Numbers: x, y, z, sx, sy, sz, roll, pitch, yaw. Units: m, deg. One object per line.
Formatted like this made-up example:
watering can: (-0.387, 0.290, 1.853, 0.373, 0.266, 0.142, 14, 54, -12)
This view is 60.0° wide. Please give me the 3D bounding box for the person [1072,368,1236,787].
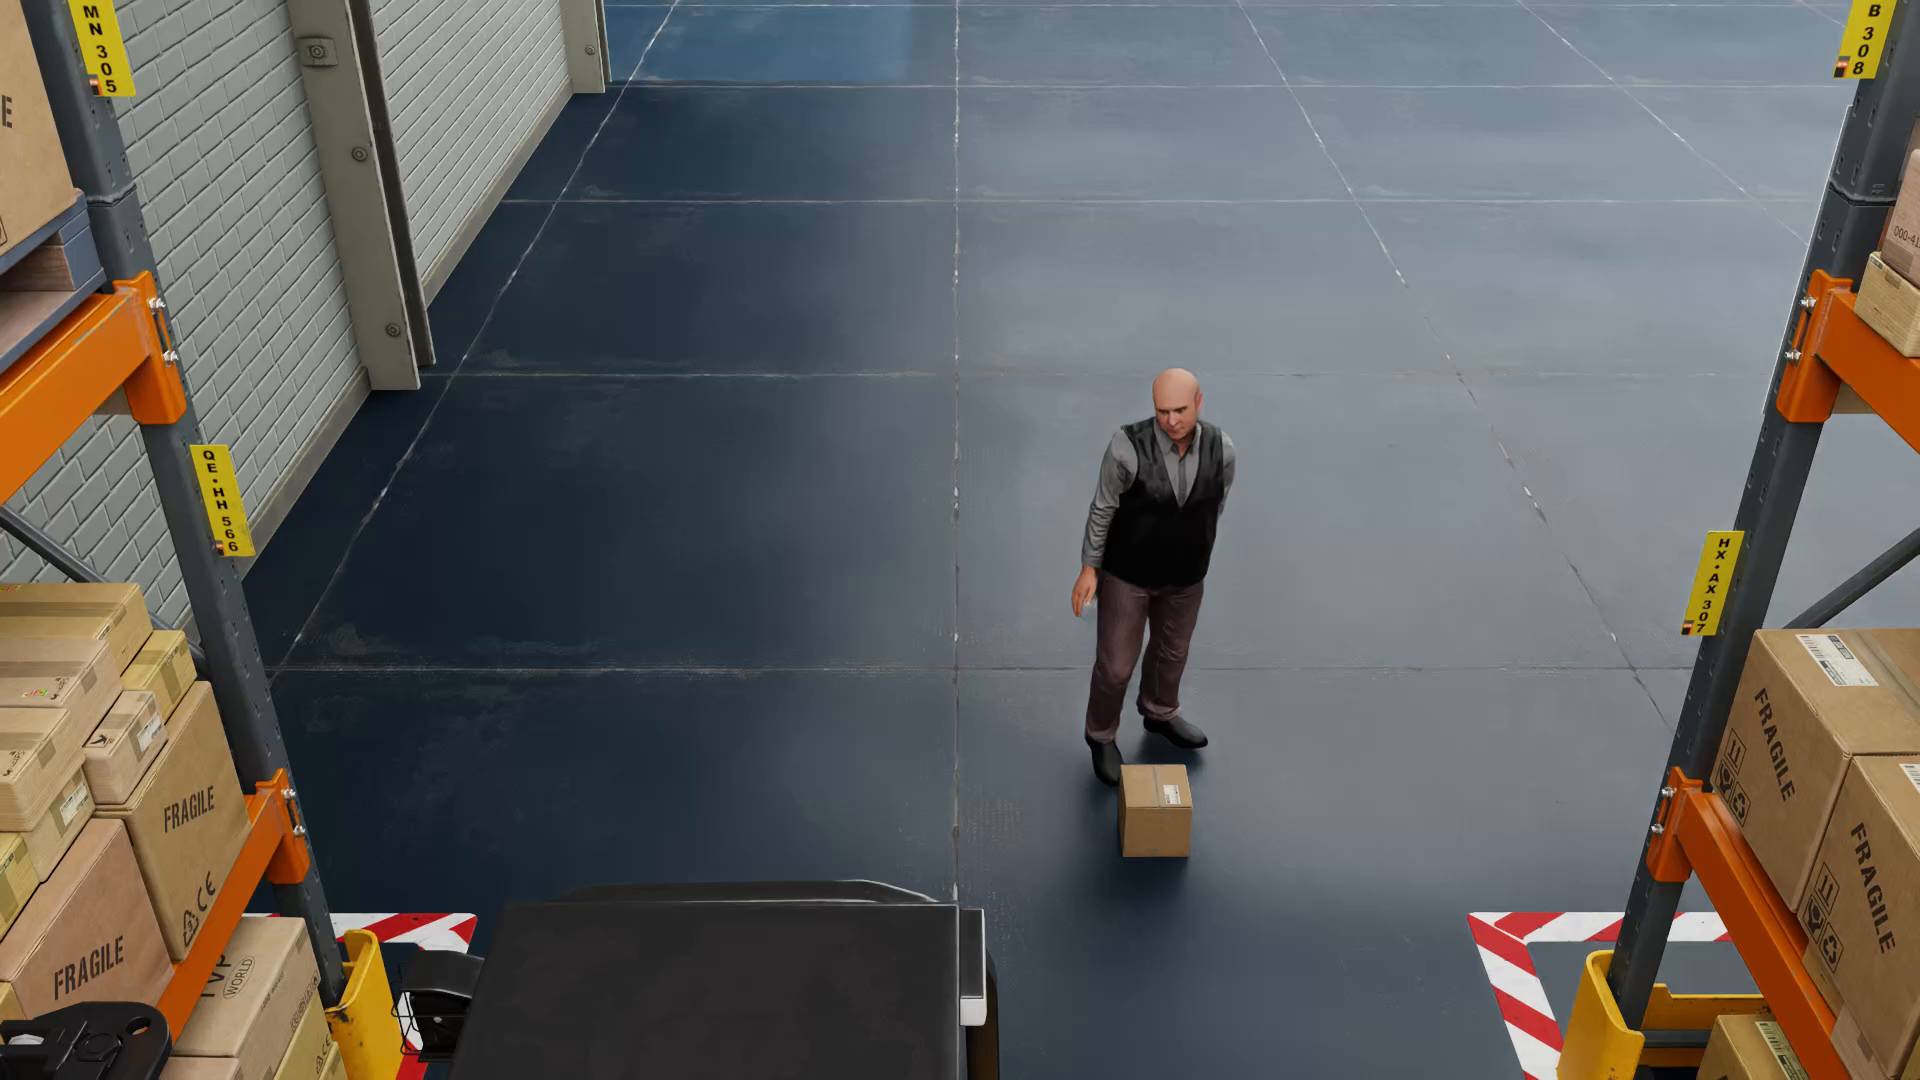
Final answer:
person: (0.720, 0.141, 6.396, 0.638, 1.751, 0.381, -9, 32, -14)
